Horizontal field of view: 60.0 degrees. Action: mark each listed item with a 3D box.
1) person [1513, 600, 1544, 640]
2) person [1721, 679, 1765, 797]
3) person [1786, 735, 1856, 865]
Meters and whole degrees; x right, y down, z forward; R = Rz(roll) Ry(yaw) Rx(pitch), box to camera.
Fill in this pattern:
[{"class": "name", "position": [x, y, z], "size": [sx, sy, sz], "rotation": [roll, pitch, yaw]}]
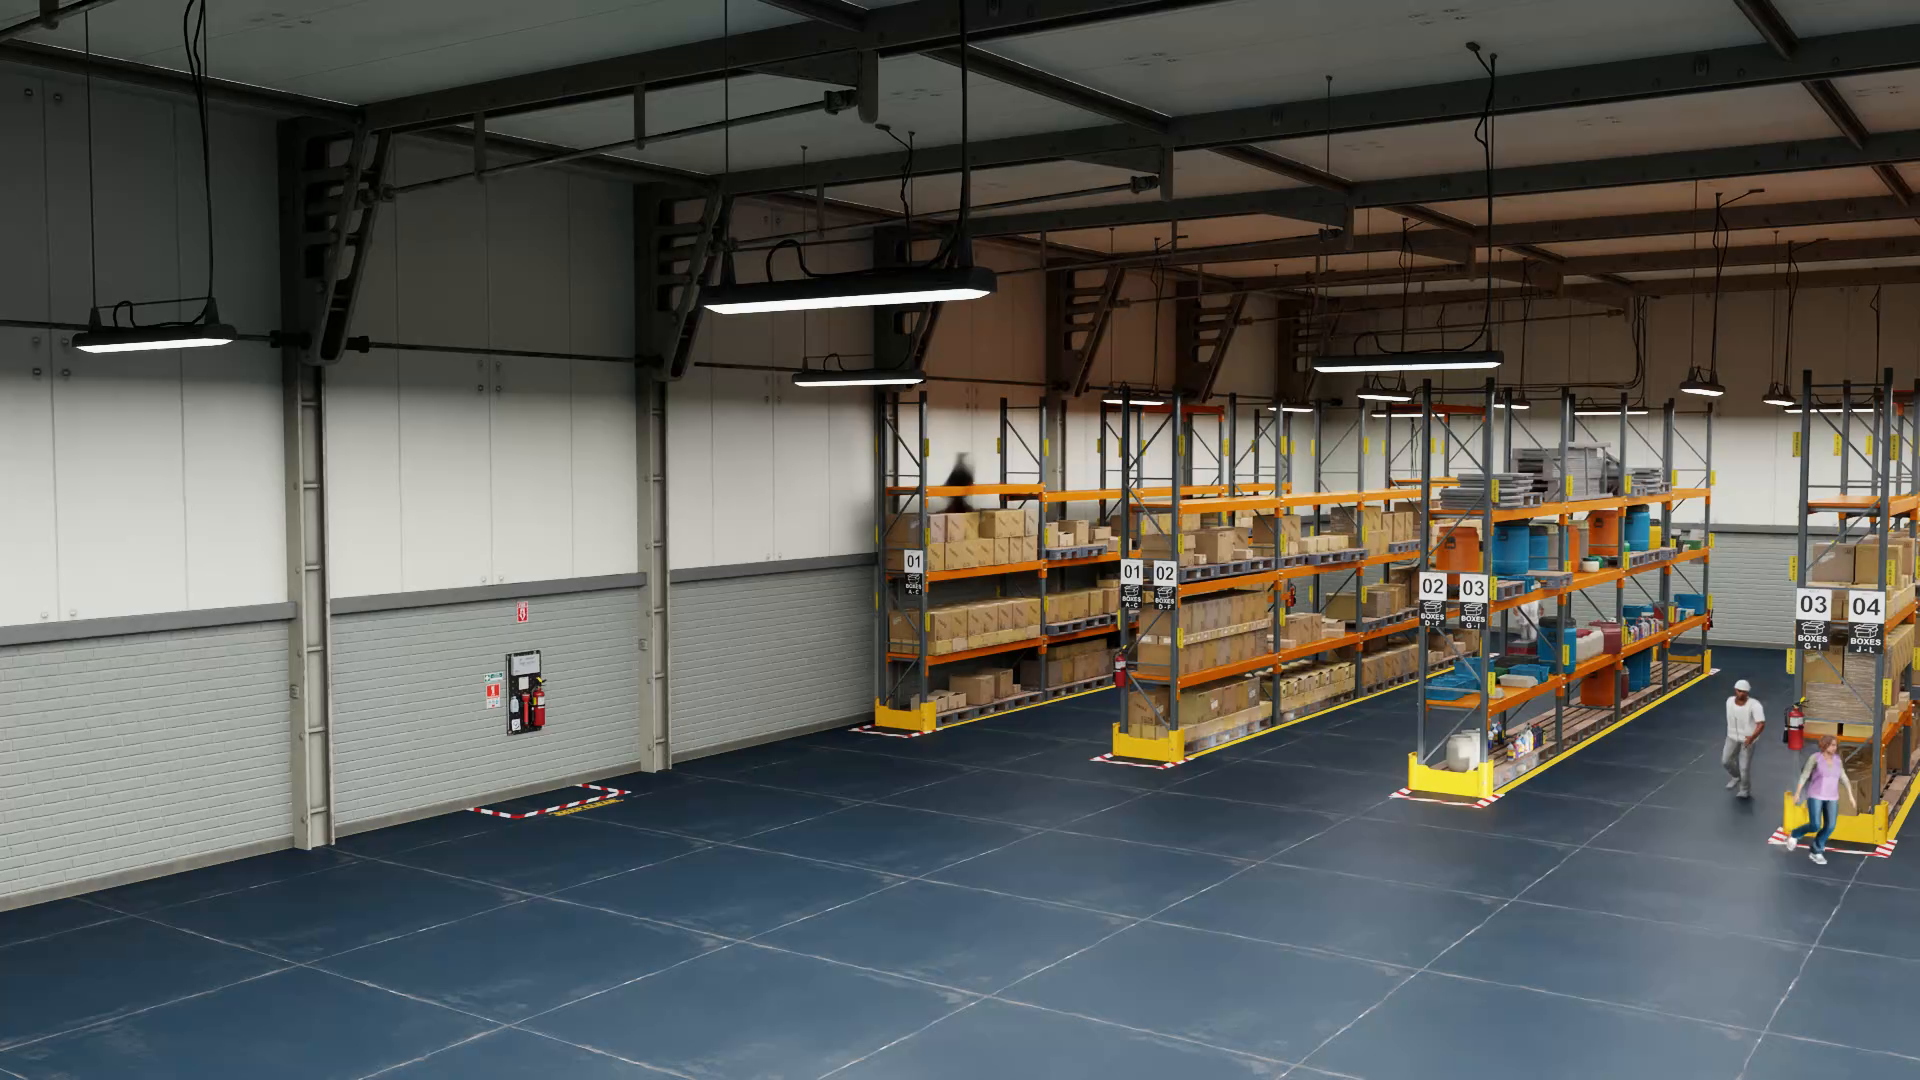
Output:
[{"class": "person", "position": [13.167, 1.970, 38.512], "size": [0.694, 1.793, 0.929], "rotation": [1, 3, 14]}, {"class": "person", "position": [11.099, 2.824, 23.642], "size": [0.786, 1.712, 0.722], "rotation": [-2, 4, -37]}, {"class": "person", "position": [10.363, 3.116, 20.034], "size": [0.580, 1.576, 0.637], "rotation": [0, 3, -5]}]
